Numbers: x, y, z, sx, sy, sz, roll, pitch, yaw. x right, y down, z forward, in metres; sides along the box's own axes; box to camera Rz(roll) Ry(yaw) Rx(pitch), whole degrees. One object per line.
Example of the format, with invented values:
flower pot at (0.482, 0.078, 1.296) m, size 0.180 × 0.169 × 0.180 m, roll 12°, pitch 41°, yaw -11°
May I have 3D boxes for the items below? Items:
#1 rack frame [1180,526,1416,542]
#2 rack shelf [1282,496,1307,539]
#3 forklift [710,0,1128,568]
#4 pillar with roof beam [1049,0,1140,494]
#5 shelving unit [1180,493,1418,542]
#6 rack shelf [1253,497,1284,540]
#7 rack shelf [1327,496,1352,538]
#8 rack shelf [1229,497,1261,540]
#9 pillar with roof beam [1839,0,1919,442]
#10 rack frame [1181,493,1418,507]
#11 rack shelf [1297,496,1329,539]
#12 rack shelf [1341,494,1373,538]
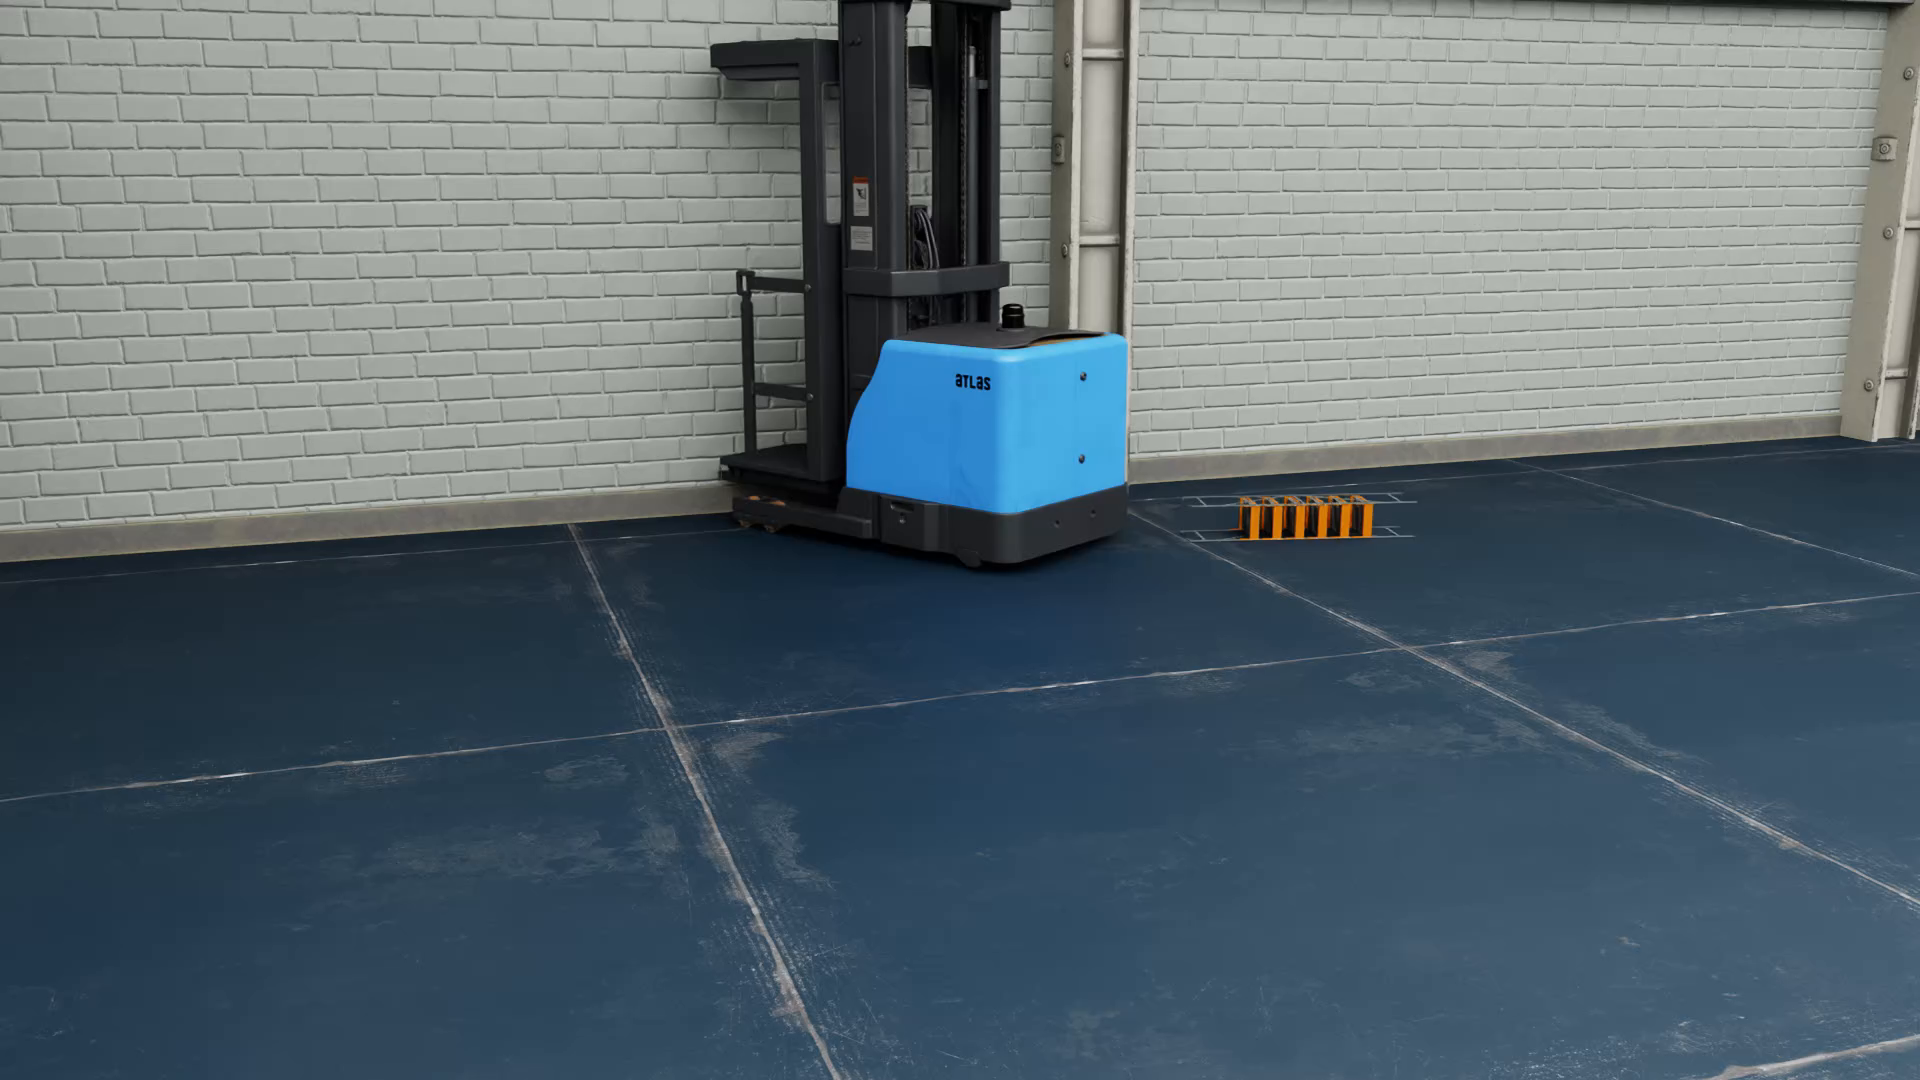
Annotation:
rack frame at (1.775, -0.033, 8.757) m, size 1.200 × 0.006 × 0.240 m, roll -1°, pitch 13°, yaw -5°
rack shelf at (1.731, -0.121, 8.732) m, size 0.103 × 0.180 × 0.258 m, roll -1°, pitch 13°, yaw -5°
forklift at (-0.594, -1.551, 8.830) m, size 3.031 × 2.935 × 1.130 m, roll 11°, pitch 17°, yaw 39°
pillar with roof beam at (2.128, -3.719, 4.830) m, size 0.400 × 9.000 × 9.100 m, roll -4°, pitch 14°, yaw -18°
shelving unit at (1.775, -0.122, 8.736) m, size 1.200 × 0.189 × 0.258 m, roll -1°, pitch 13°, yaw -5°
rack shelf at (1.611, -0.118, 8.721) m, size 0.103 × 0.180 × 0.258 m, roll -1°, pitch 13°, yaw -5°
rack shelf at (1.970, -0.126, 8.754) m, size 0.103 × 0.180 × 0.258 m, roll -1°, pitch 13°, yaw -5°
rack shelf at (1.492, -0.116, 8.711) m, size 0.103 × 0.180 × 0.258 m, roll -1°, pitch 13°, yaw -5°
pillar with roof beam at (7.815, -4.162, 6.692) m, size 0.400 × 9.000 × 9.100 m, roll -4°, pitch 14°, yaw -18°
rack frame at (1.775, -0.211, 8.715) m, size 1.200 × 0.006 × 0.240 m, roll -1°, pitch 13°, yaw -5°
rack shelf at (1.850, -0.123, 8.743) m, size 0.103 × 0.180 × 0.258 m, roll -1°, pitch 13°, yaw -5°
rack shelf at (2.089, -0.128, 8.764) m, size 0.103 × 0.180 × 0.258 m, roll -1°, pitch 13°, yaw -5°
